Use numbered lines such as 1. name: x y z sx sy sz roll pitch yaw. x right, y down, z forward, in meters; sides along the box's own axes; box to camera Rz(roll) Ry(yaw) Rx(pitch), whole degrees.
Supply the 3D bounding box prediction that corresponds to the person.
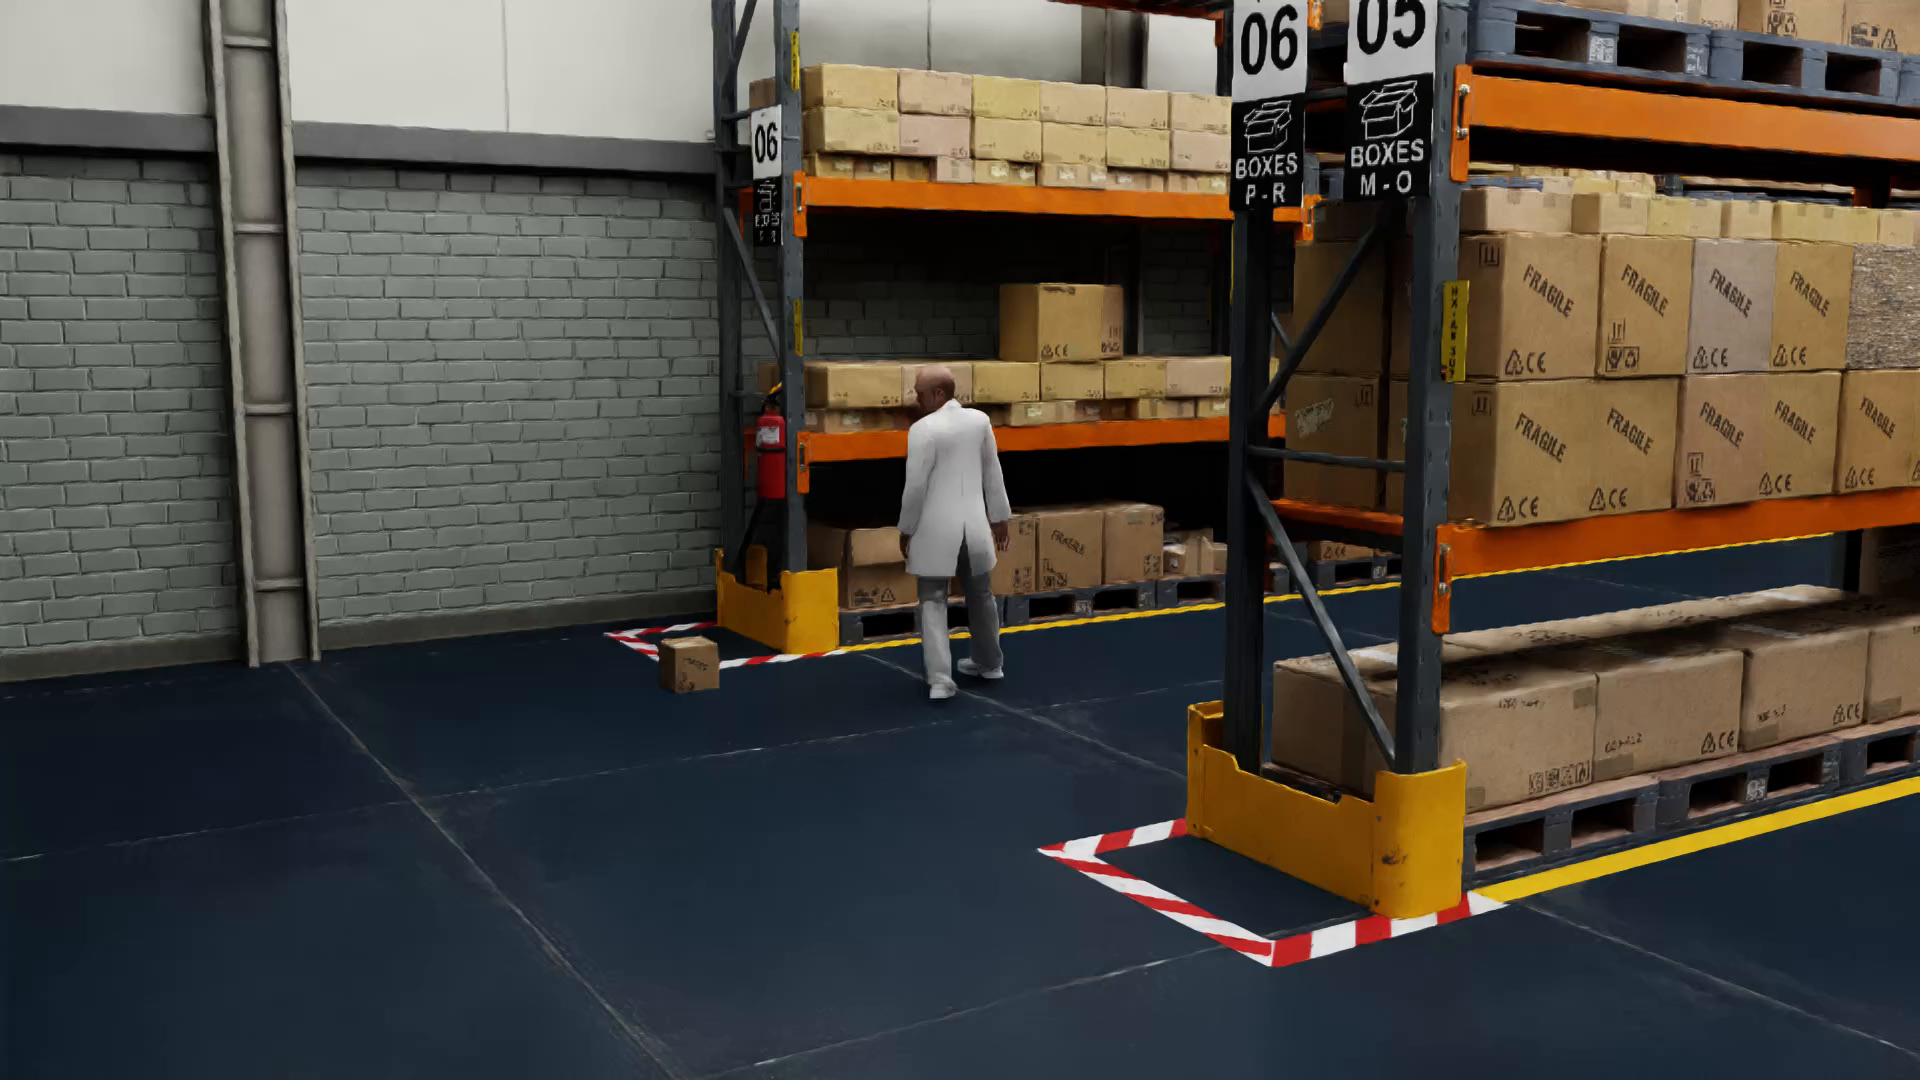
1. person: -0.062 -0.058 8.902 0.682 1.774 0.619 -5 9 -30
